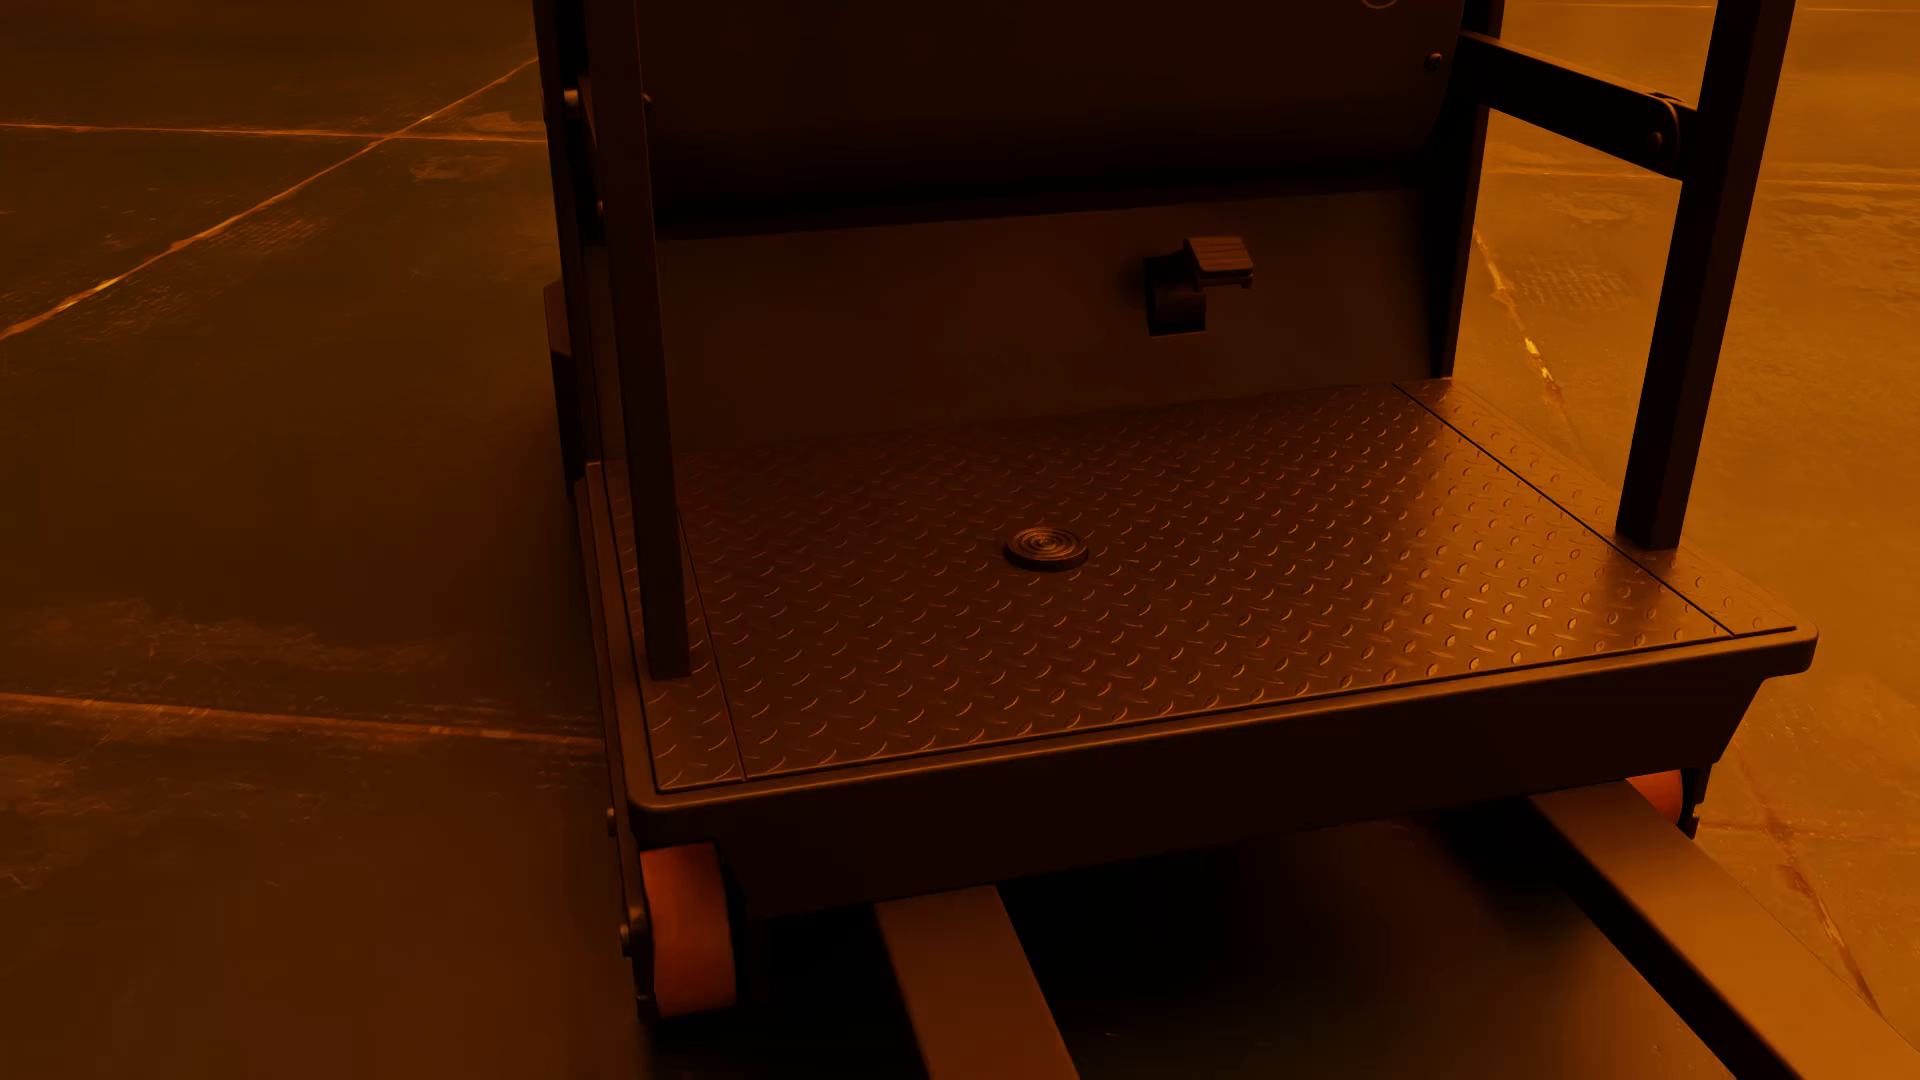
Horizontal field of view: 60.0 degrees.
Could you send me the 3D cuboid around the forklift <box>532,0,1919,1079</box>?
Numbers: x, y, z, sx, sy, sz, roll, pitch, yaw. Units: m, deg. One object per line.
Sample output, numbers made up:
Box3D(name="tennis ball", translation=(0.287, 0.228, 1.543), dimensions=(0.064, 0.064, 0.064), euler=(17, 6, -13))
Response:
Box3D(name="forklift", translation=(0.153, -1.049, 1.319), dimensions=(1.130, 2.935, 3.031), euler=(-7, 27, -13))
